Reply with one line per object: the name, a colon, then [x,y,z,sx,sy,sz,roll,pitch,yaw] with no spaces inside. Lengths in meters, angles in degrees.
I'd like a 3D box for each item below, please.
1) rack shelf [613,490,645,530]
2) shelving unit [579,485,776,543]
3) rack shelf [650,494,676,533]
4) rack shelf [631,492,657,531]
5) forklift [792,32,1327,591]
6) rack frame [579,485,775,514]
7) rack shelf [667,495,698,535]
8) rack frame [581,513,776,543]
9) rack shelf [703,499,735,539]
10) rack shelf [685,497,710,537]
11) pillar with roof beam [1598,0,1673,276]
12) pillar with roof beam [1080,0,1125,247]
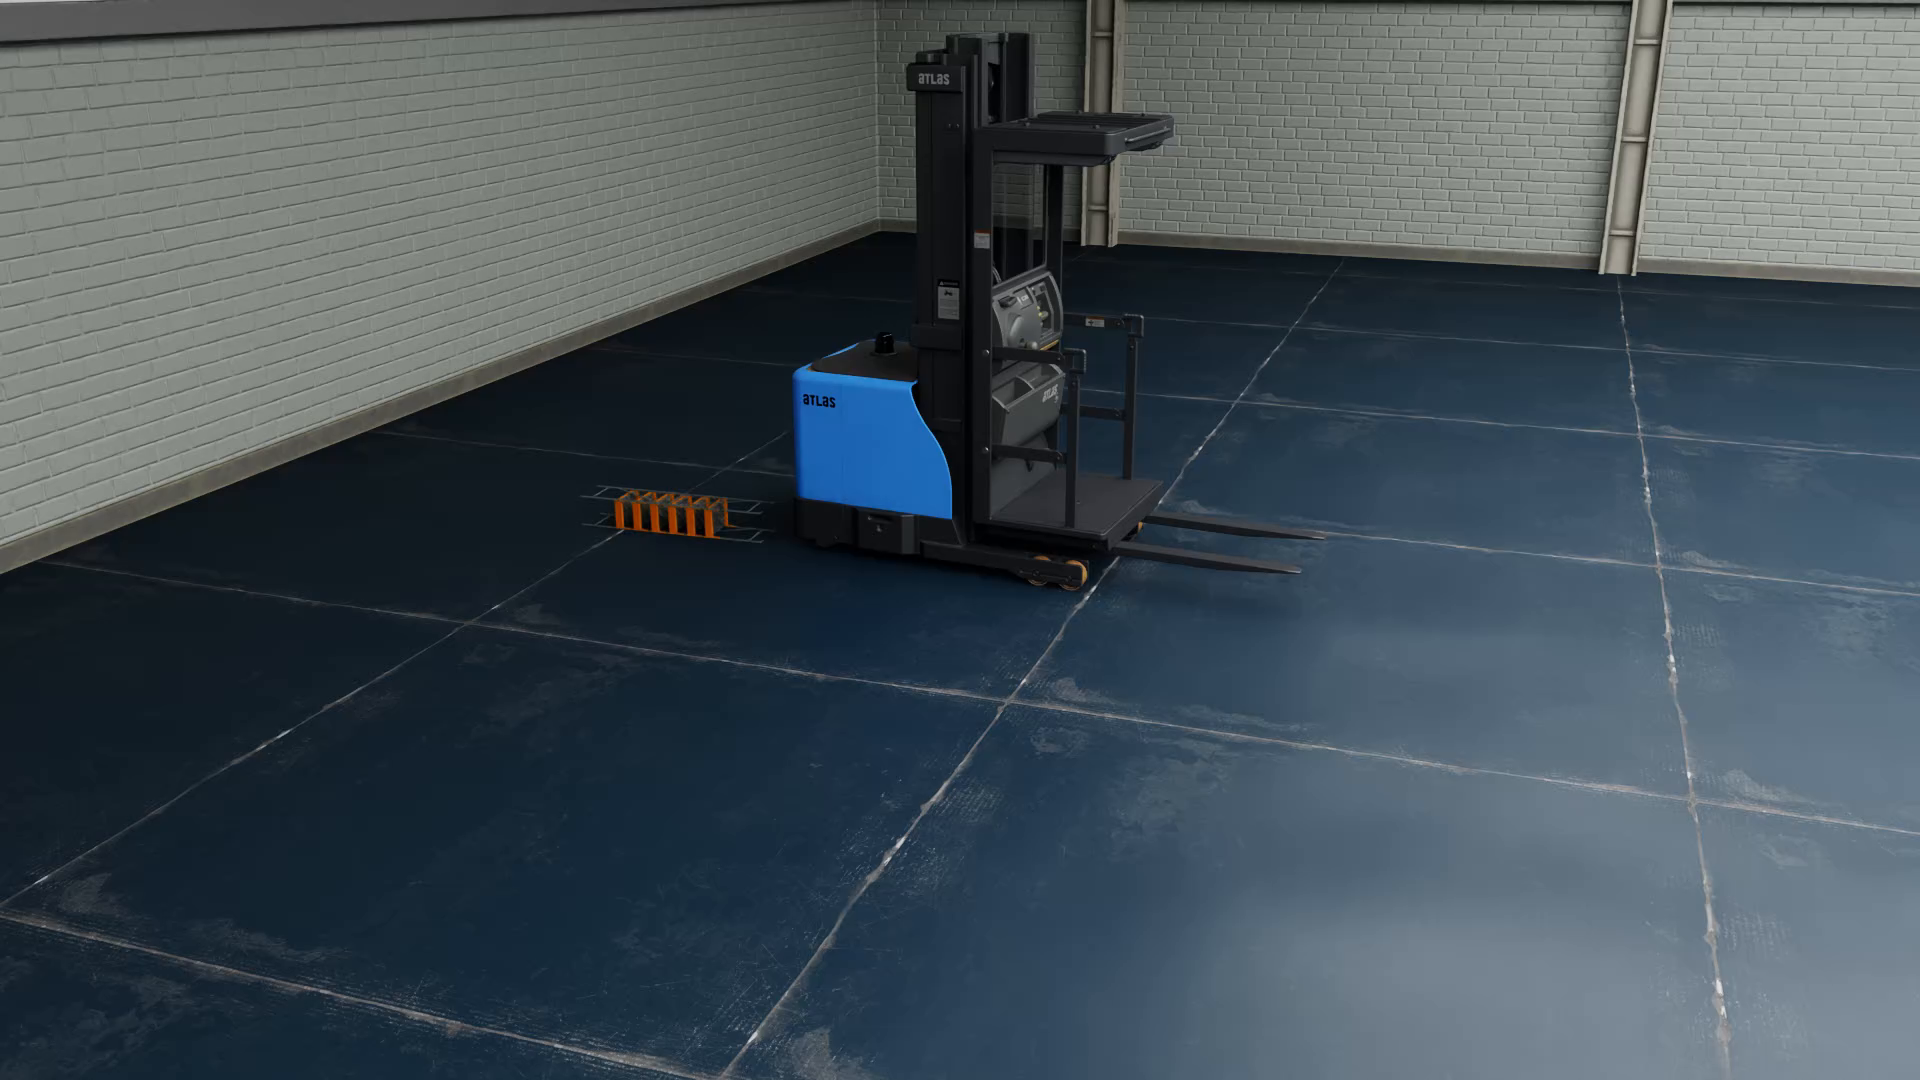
rack shelf: [-2.045,-0.192,10.334,0.103,0.180,0.258,6,20,16]
shelving unit: [-1.743,-0.163,10.249,1.200,0.189,0.258,6,20,16]
rack shelf: [-1.815,-0.170,10.270,0.103,0.180,0.258,6,20,16]
rack shelf: [-1.930,-0.181,10.302,0.103,0.180,0.258,6,20,16]
forklift: [0.571,-1.301,9.355,3.031,2.935,1.130,8,21,23]
rack frame: [-1.743,-0.249,10.219,1.200,0.006,0.240,6,20,16]
rack shelf: [-1.700,-0.159,10.237,0.103,0.180,0.258,6,20,16]
rack frame: [-1.743,-0.076,10.279,1.200,0.006,0.240,6,20,16]
rack shelf: [-1.470,-0.136,10.173,0.103,0.180,0.258,6,20,16]
rack shelf: [-1.585,-0.147,10.205,0.103,0.180,0.258,6,20,16]
pillar with roof beam: [5.977,-5.919,13.386,0.400,9.000,9.100,7,20,18]
pillar with roof beam: [0.309,-6.567,15.245,0.400,9.000,9.100,7,20,18]
